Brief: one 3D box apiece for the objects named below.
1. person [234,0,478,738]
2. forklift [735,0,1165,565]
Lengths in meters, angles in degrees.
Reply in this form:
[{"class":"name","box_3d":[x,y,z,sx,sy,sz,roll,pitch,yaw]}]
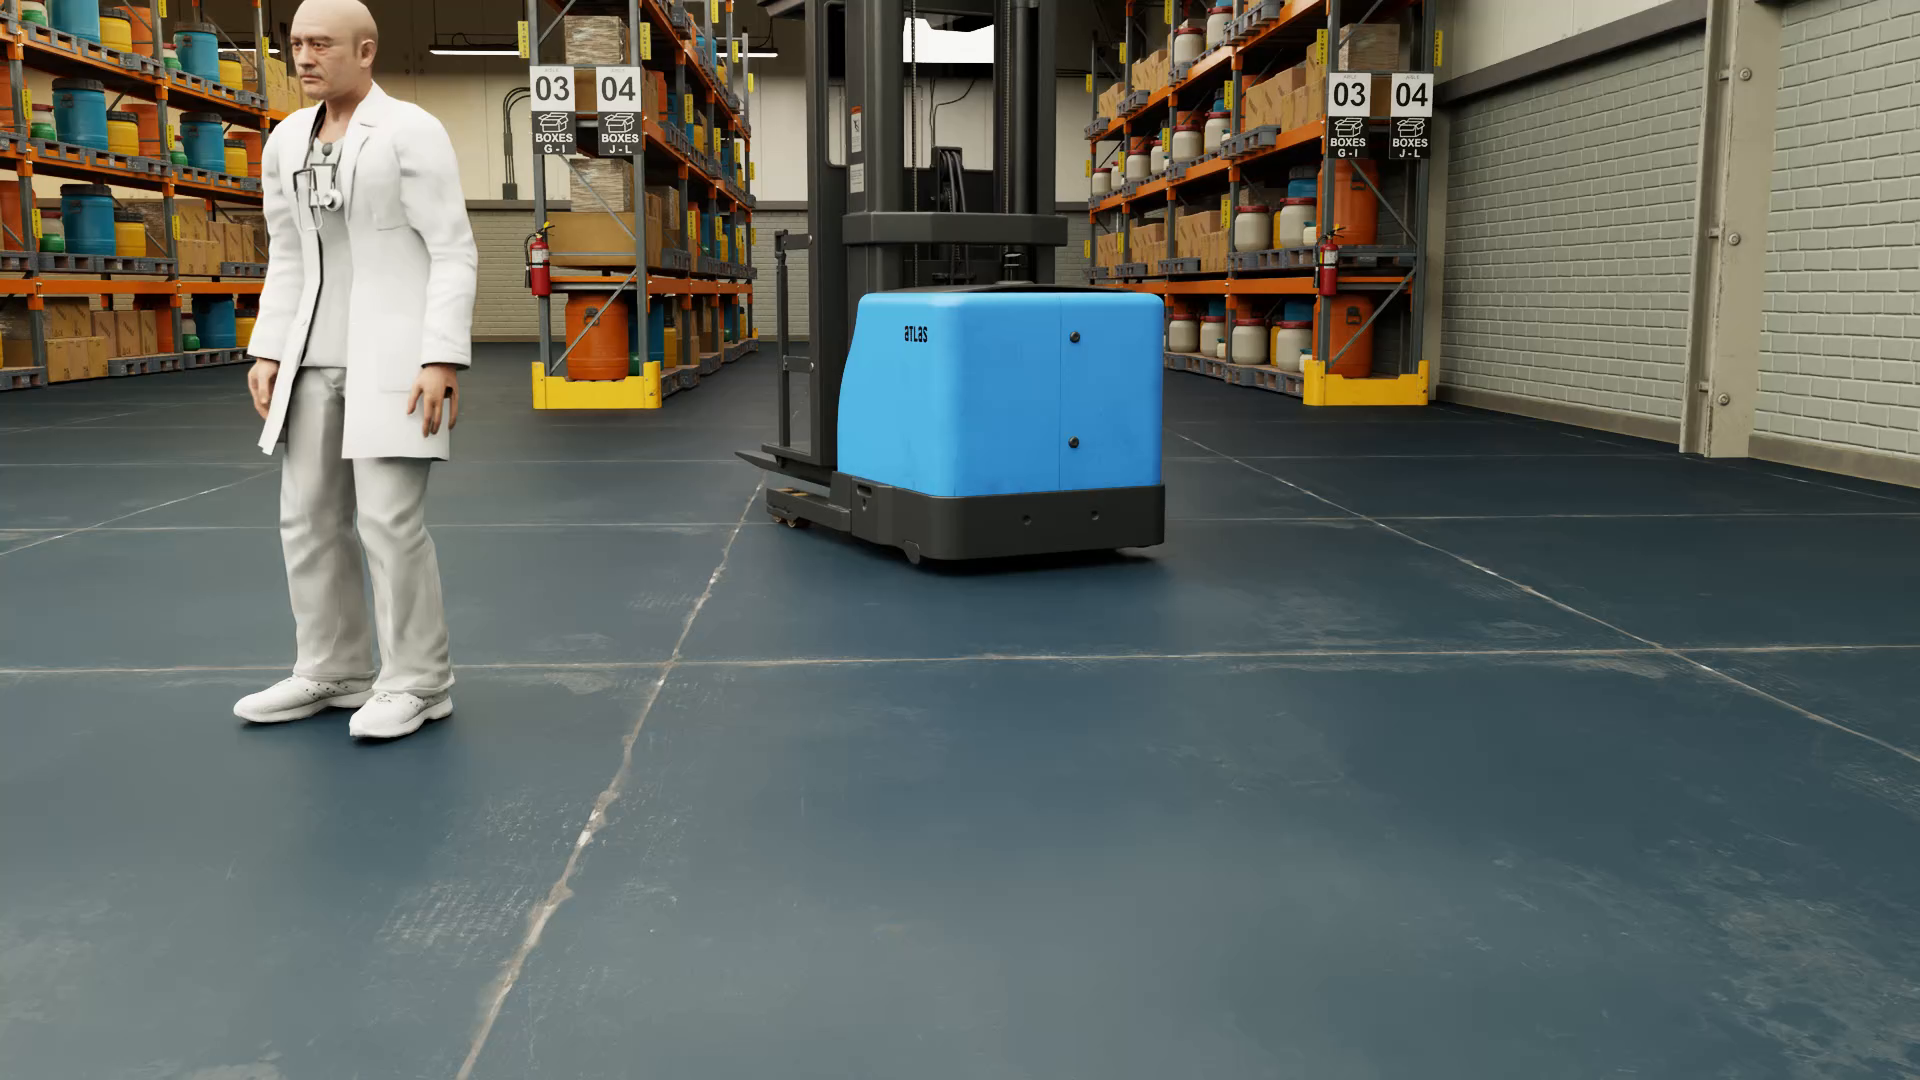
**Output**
[{"class":"person","box_3d":[-1.477,-0.418,4.088,0.653,1.774,0.431,4,9,24]},{"class":"forklift","box_3d":[-0.264,-1.530,7.637,1.130,2.935,3.031,-4,9,-25]}]
